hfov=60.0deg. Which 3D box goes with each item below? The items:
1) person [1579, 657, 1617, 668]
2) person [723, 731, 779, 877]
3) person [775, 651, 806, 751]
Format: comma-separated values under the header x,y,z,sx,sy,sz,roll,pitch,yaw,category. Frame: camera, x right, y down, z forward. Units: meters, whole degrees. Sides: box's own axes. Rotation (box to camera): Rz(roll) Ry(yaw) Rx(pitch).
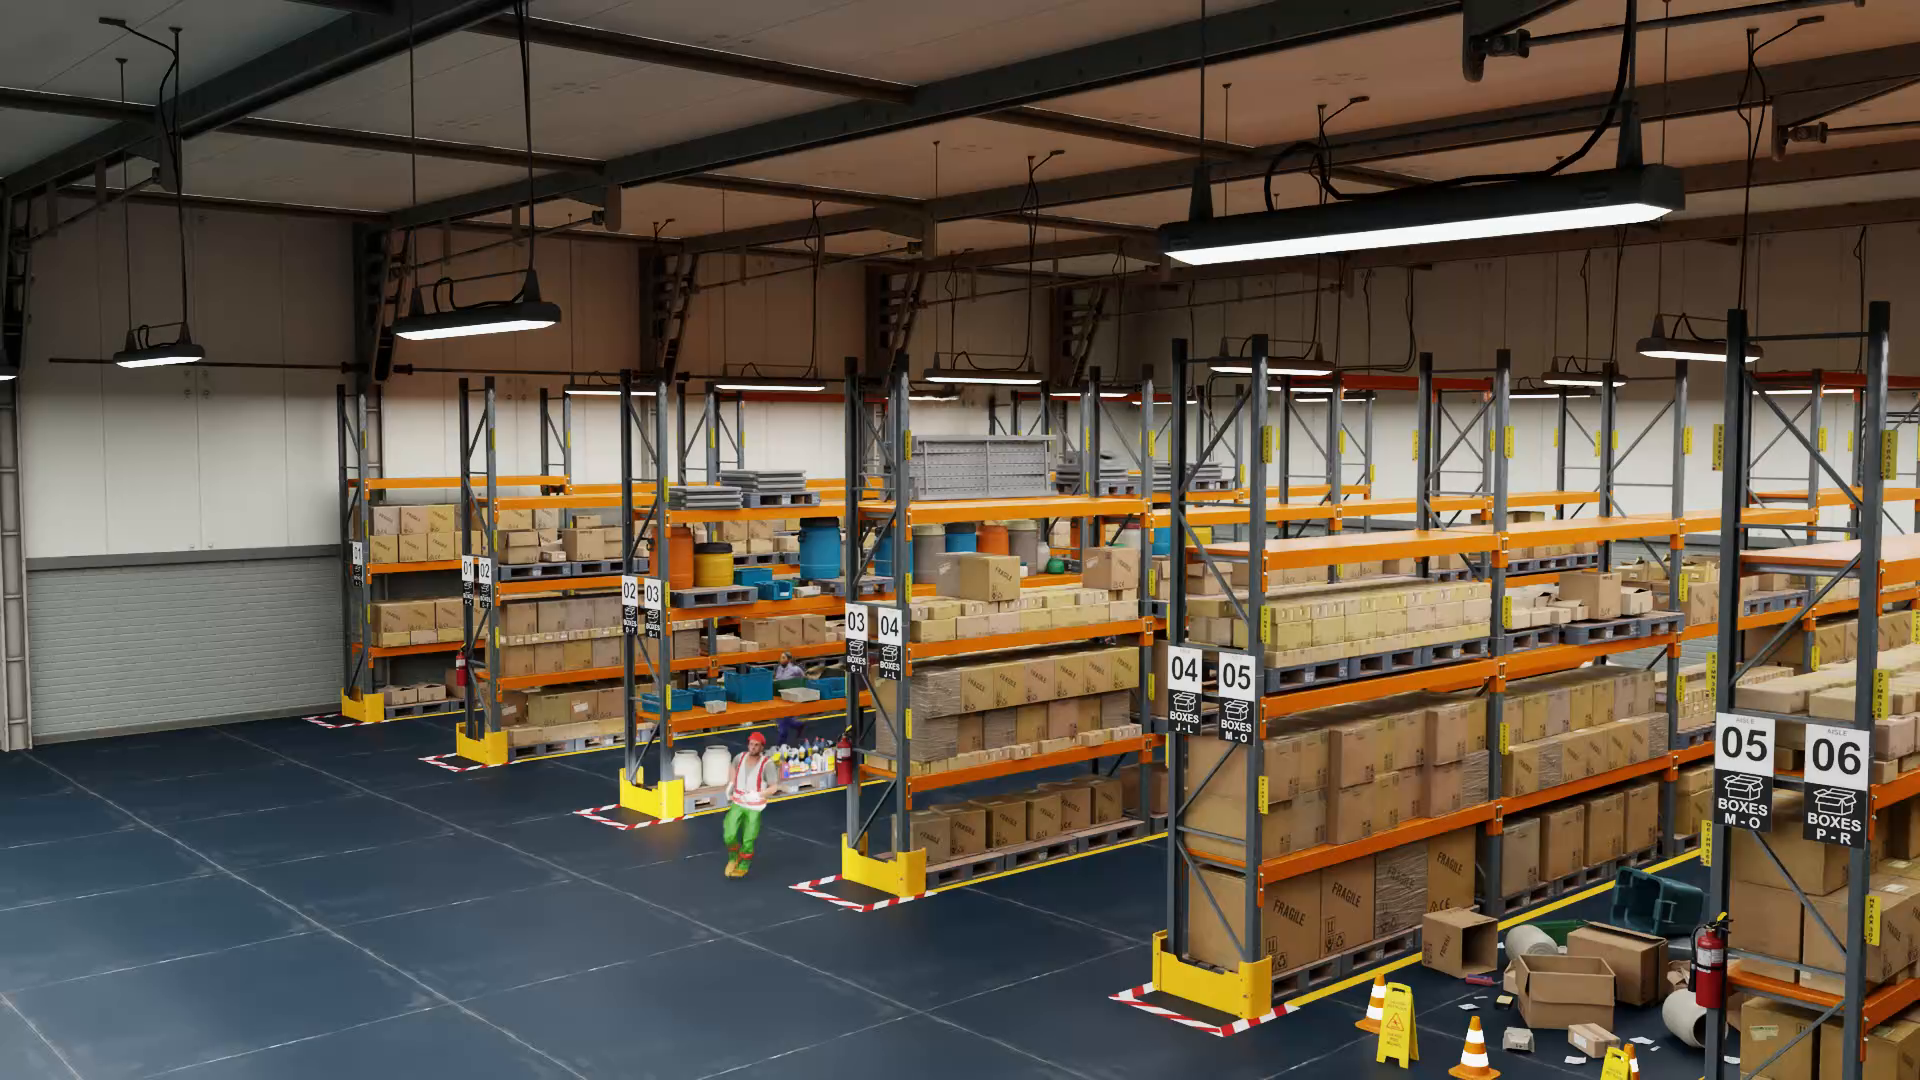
x,y,z,sx,sy,sz,roll,pitch,yaw,category
10.019,2.559,26.168,0.719,1.784,1.023,3,5,41,person
-2.397,3.040,19.011,0.688,1.727,0.617,1,4,11,person
-2.750,2.604,26.972,0.630,1.633,0.770,3,5,38,person
